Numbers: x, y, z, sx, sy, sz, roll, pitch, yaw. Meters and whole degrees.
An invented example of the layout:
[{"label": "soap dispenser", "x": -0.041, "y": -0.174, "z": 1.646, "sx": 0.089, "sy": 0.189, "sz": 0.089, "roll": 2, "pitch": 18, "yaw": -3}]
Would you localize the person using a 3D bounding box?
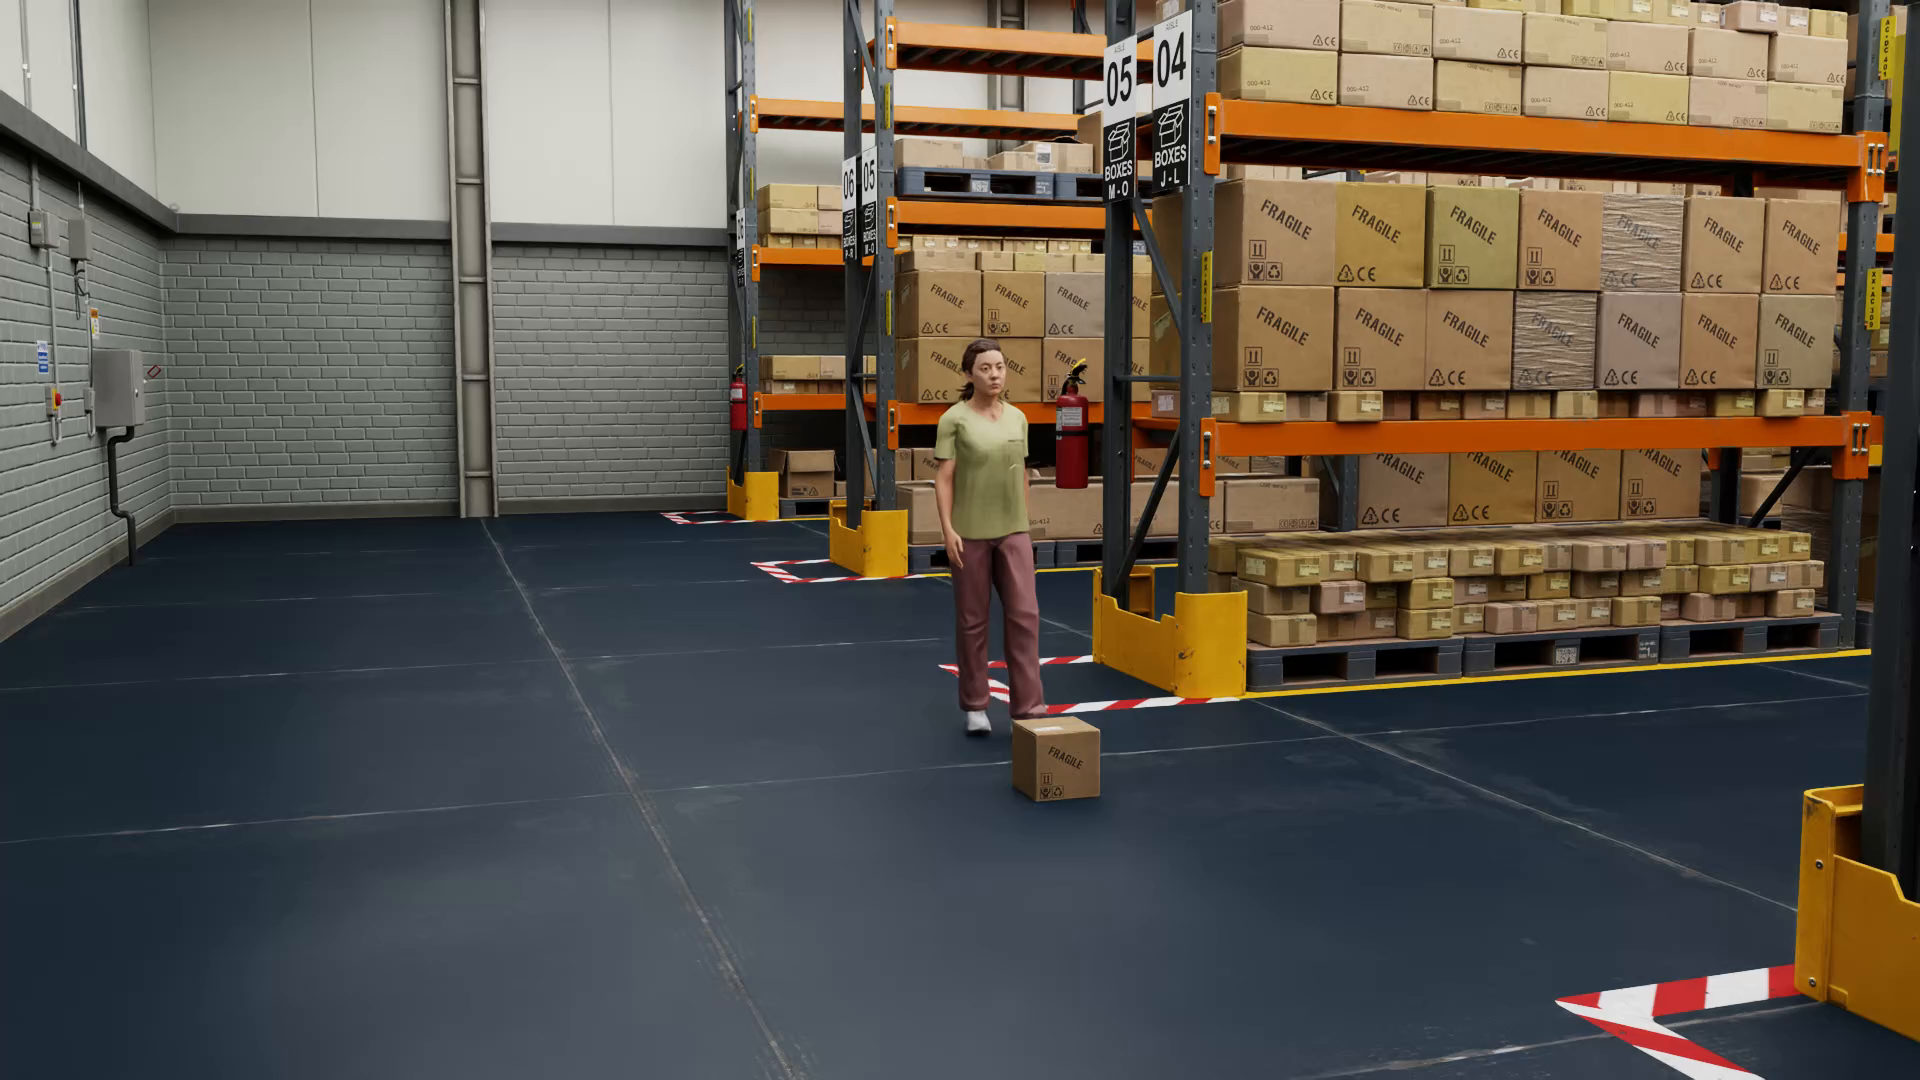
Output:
[{"label": "person", "x": 0.133, "y": 0.006, "z": 6.918, "sx": 0.454, "sy": 1.681, "sz": 0.630, "roll": -2, "pitch": 6, "yaw": -17}]
